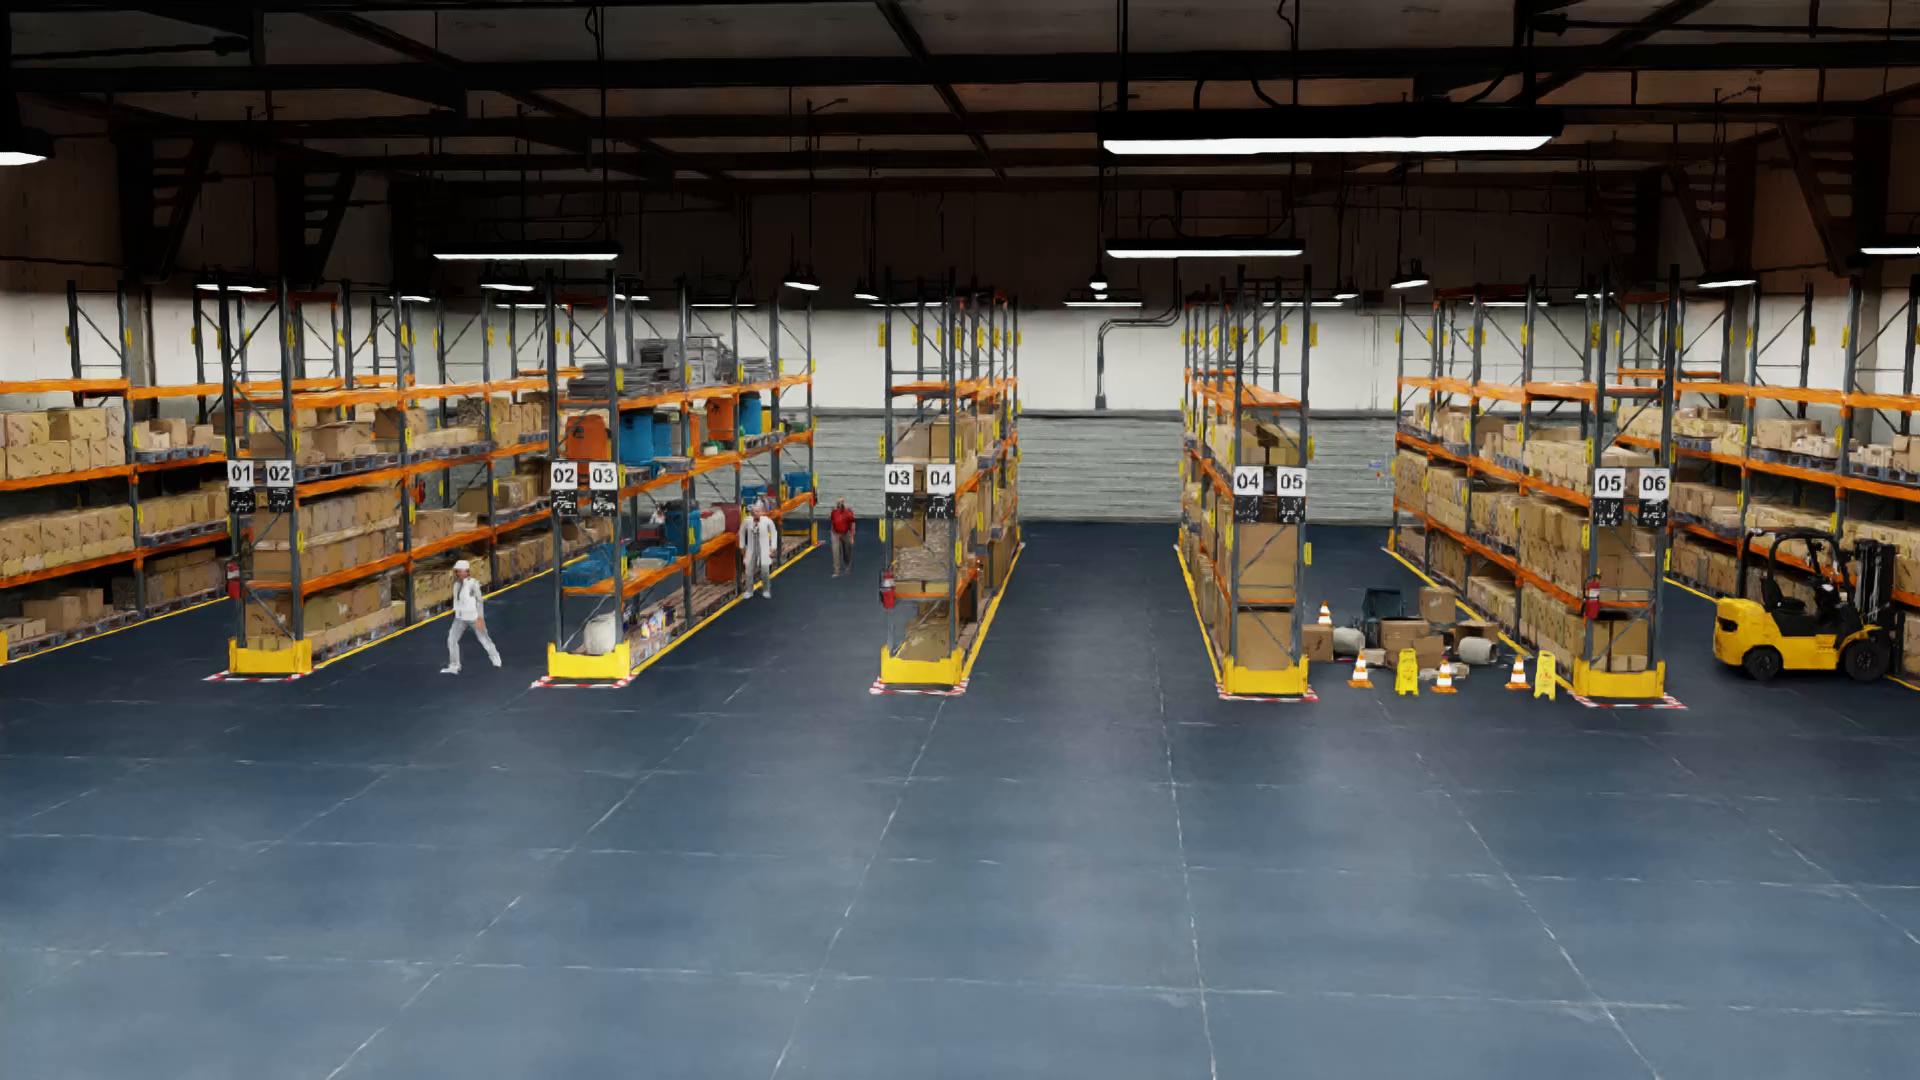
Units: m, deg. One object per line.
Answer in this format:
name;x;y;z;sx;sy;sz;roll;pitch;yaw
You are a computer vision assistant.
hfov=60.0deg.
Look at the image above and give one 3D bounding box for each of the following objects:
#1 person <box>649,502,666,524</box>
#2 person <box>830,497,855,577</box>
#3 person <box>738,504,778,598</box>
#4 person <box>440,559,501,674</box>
person;-6.366;-0.062;35.493;0.566;1.541;0.519;0;7;2
person;-2.472;-0.080;35.023;0.556;1.666;1.030;0;7;4
person;-3.671;0.198;30.226;0.729;1.728;0.546;0;7;3
person;-7.336;1.132;24.944;0.570;1.722;0.955;3;8;26
